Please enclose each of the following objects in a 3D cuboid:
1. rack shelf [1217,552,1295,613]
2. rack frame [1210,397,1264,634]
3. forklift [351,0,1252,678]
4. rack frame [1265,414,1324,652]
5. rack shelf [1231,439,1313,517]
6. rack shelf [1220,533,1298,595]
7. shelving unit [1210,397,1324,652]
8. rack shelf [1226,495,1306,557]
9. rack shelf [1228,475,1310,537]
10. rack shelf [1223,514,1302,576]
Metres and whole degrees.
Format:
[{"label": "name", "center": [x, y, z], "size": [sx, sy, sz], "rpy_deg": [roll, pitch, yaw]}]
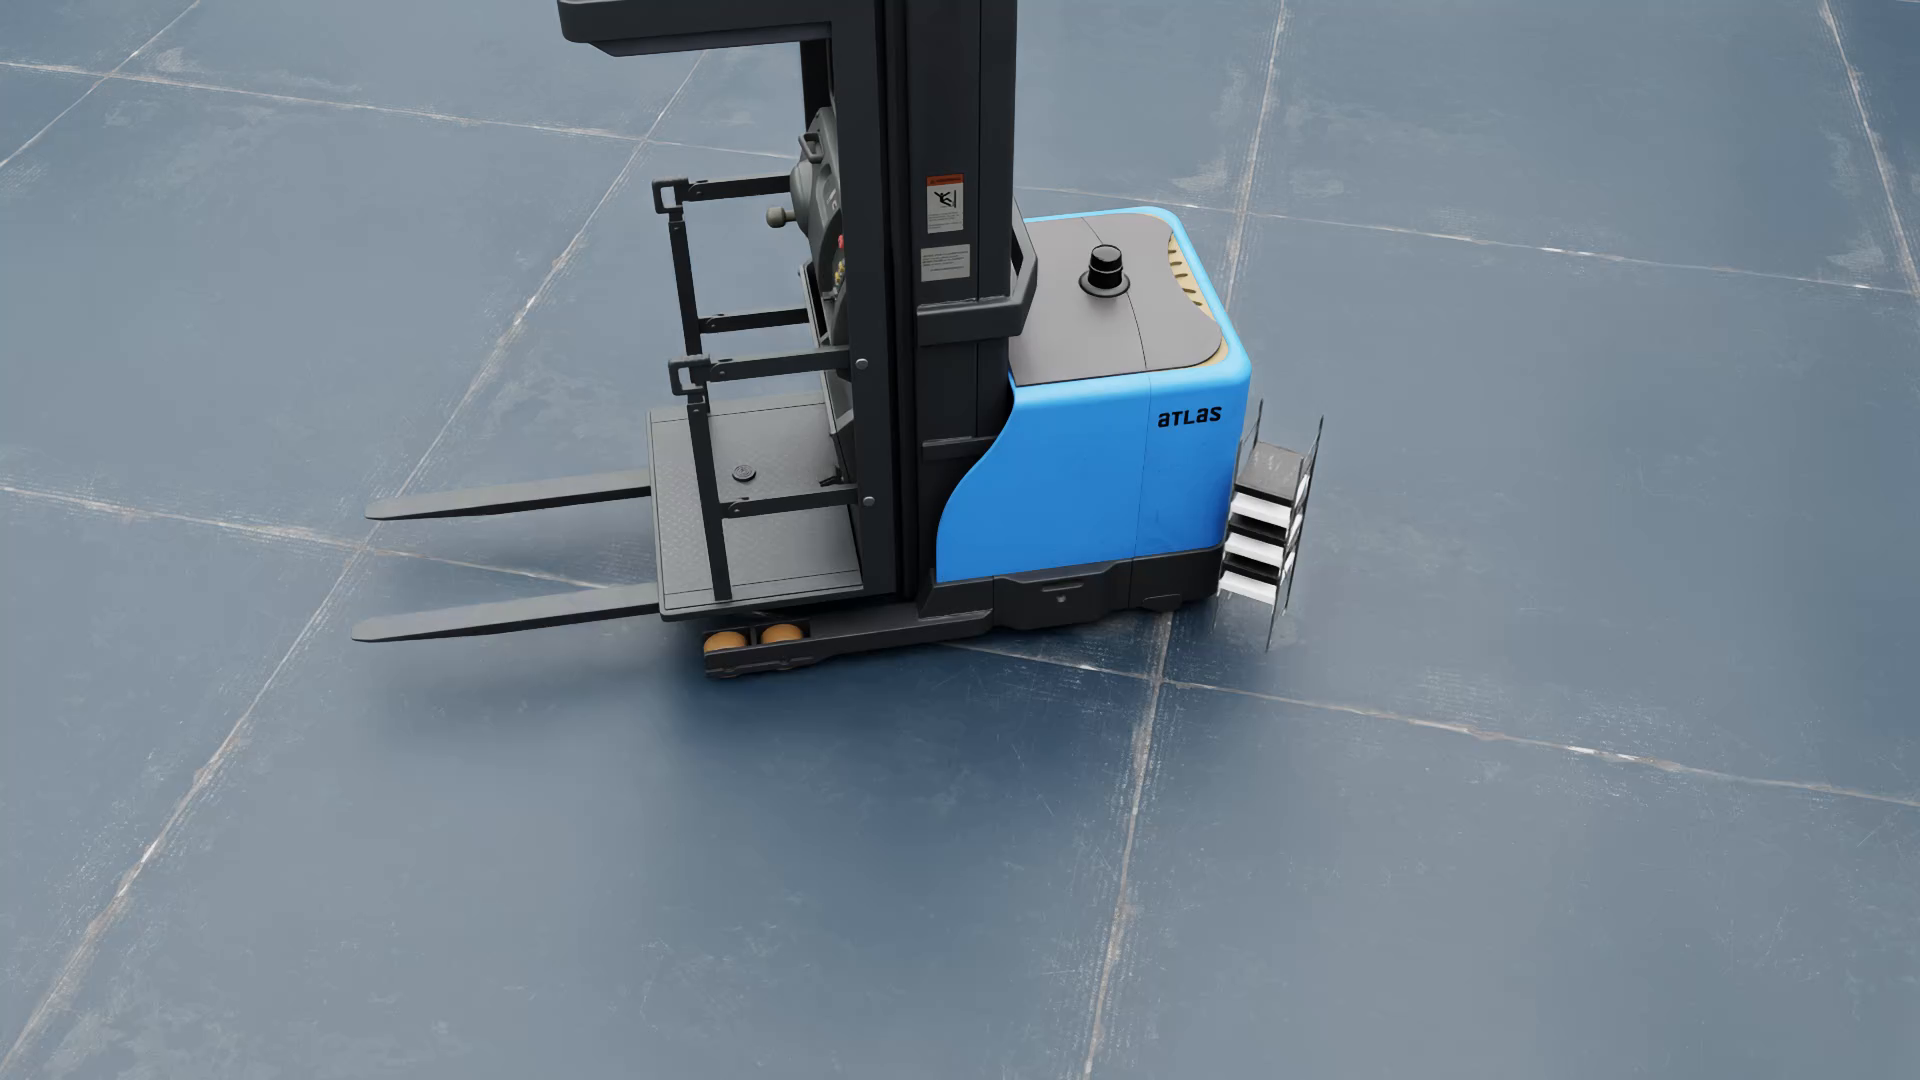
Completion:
[{"label": "rack shelf", "center": [1.034, 0.118, 5.786], "size": [0.200, 0.077, 0.258], "rpy_deg": [18, 47, 18]}, {"label": "rack frame", "center": [0.941, -0.066, 5.670], "size": [0.006, 0.900, 0.240], "rpy_deg": [18, 47, 18]}, {"label": "forklift", "center": [-0.616, -0.978, 5.153], "size": [3.031, 2.935, 1.130], "rpy_deg": [-7, 44, -7]}, {"label": "rack frame", "center": [1.125, -0.006, 5.607], "size": [0.006, 0.900, 0.240], "rpy_deg": [18, 47, 18]}, {"label": "rack shelf", "center": [1.033, -0.207, 5.474], "size": [0.200, 0.077, 0.258], "rpy_deg": [18, 47, 18]}, {"label": "rack shelf", "center": [1.034, 0.053, 5.724], "size": [0.200, 0.077, 0.258], "rpy_deg": [18, 47, 18]}, {"label": "shelving unit", "center": [1.033, -0.036, 5.638], "size": [0.210, 0.900, 0.258], "rpy_deg": [18, 47, 18]}, {"label": "rack shelf", "center": [1.033, -0.077, 5.599], "size": [0.200, 0.077, 0.258], "rpy_deg": [18, 47, 18]}, {"label": "rack shelf", "center": [1.033, -0.142, 5.537], "size": [0.200, 0.077, 0.258], "rpy_deg": [18, 47, 18]}, {"label": "rack shelf", "center": [1.033, -0.012, 5.661], "size": [0.200, 0.077, 0.258], "rpy_deg": [18, 47, 18]}]
